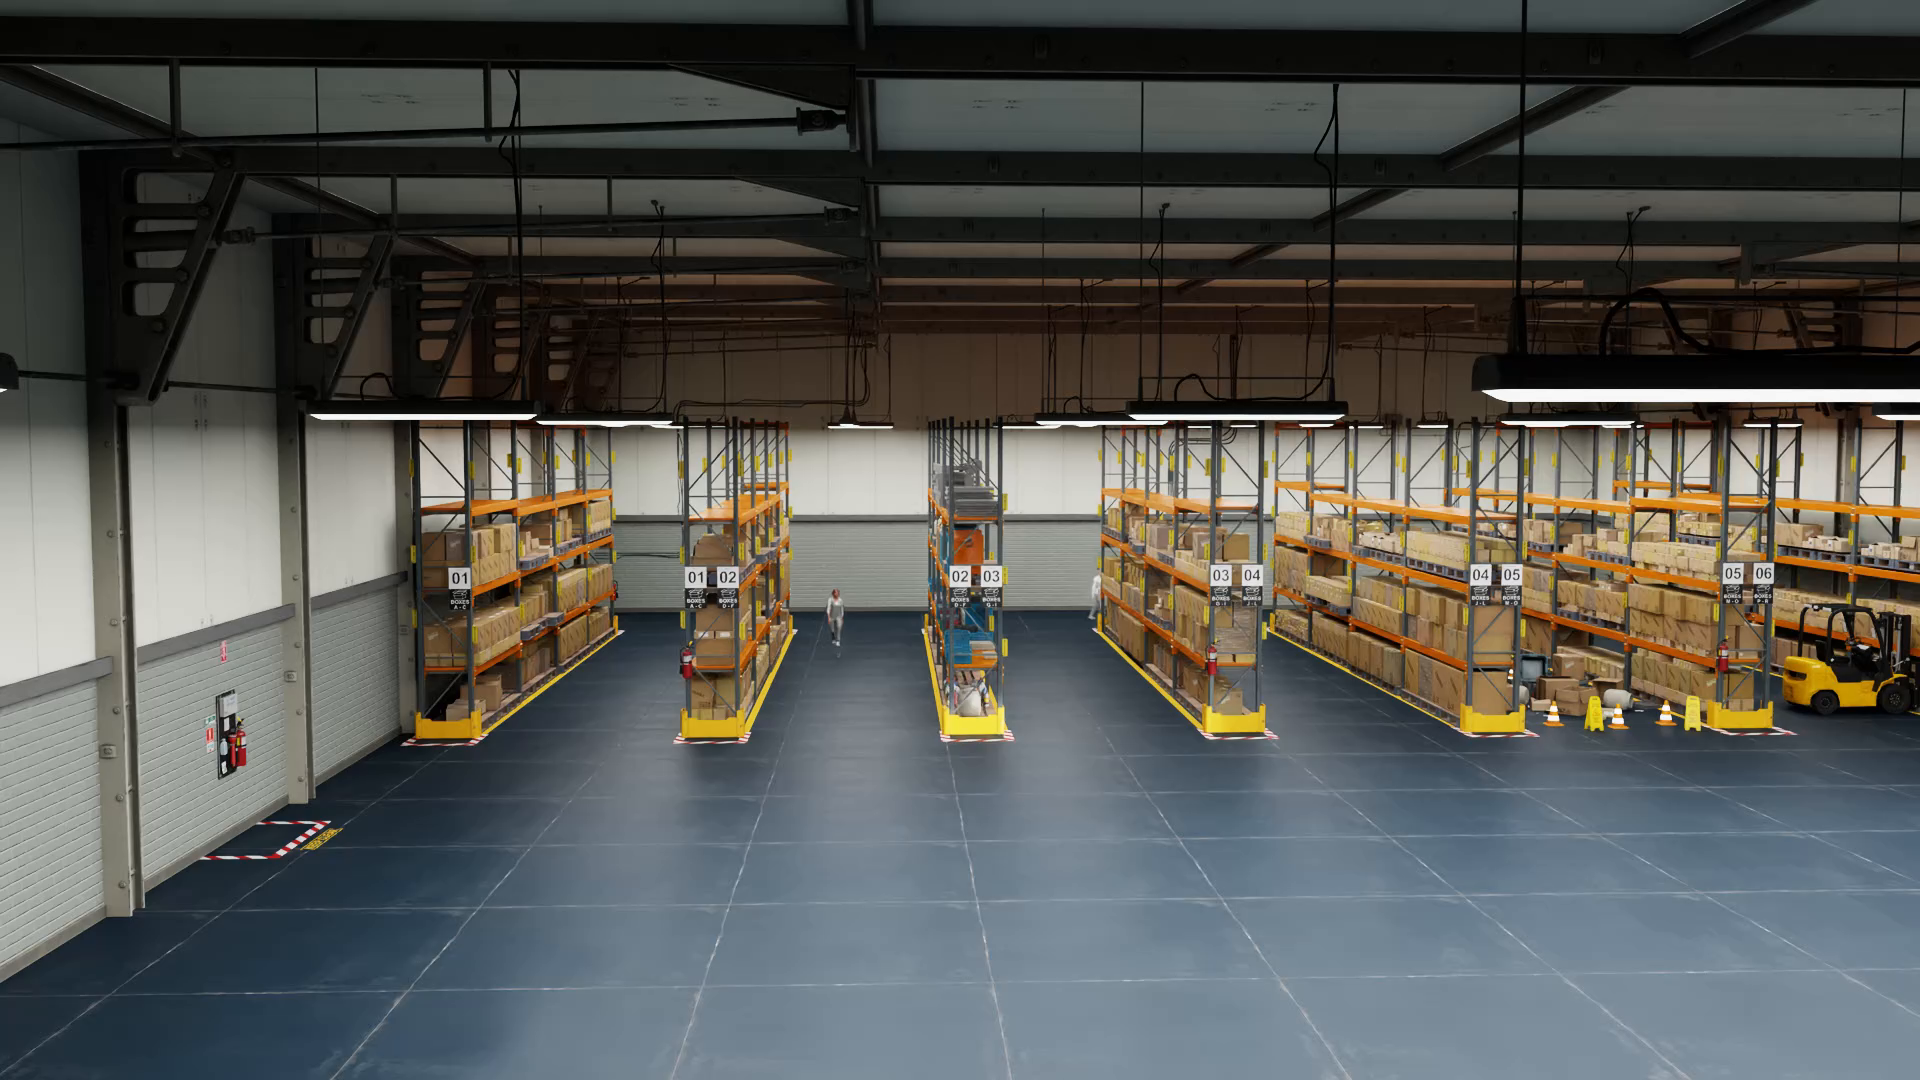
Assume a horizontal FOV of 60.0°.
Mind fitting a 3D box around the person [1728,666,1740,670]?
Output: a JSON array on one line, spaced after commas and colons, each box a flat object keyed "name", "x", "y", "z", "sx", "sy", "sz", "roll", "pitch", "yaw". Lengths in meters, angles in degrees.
[{"name": "person", "x": 16.679, "y": 2.543, "z": 36.009, "sx": 0.629, "sy": 1.676, "sz": 0.789, "roll": 0, "pitch": 4, "yaw": -1}]

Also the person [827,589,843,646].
[{"name": "person", "x": -3.191, "y": 1.968, "z": 42.372, "sx": 0.411, "sy": 1.463, "sz": 0.996, "roll": 0, "pitch": 4, "yaw": -3}]

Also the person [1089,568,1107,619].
[{"name": "person", "x": 4.285, "y": 1.618, "z": 50.139, "sx": 0.444, "sy": 1.614, "sz": 1.056, "roll": -4, "pitch": 5, "yaw": -45}]
